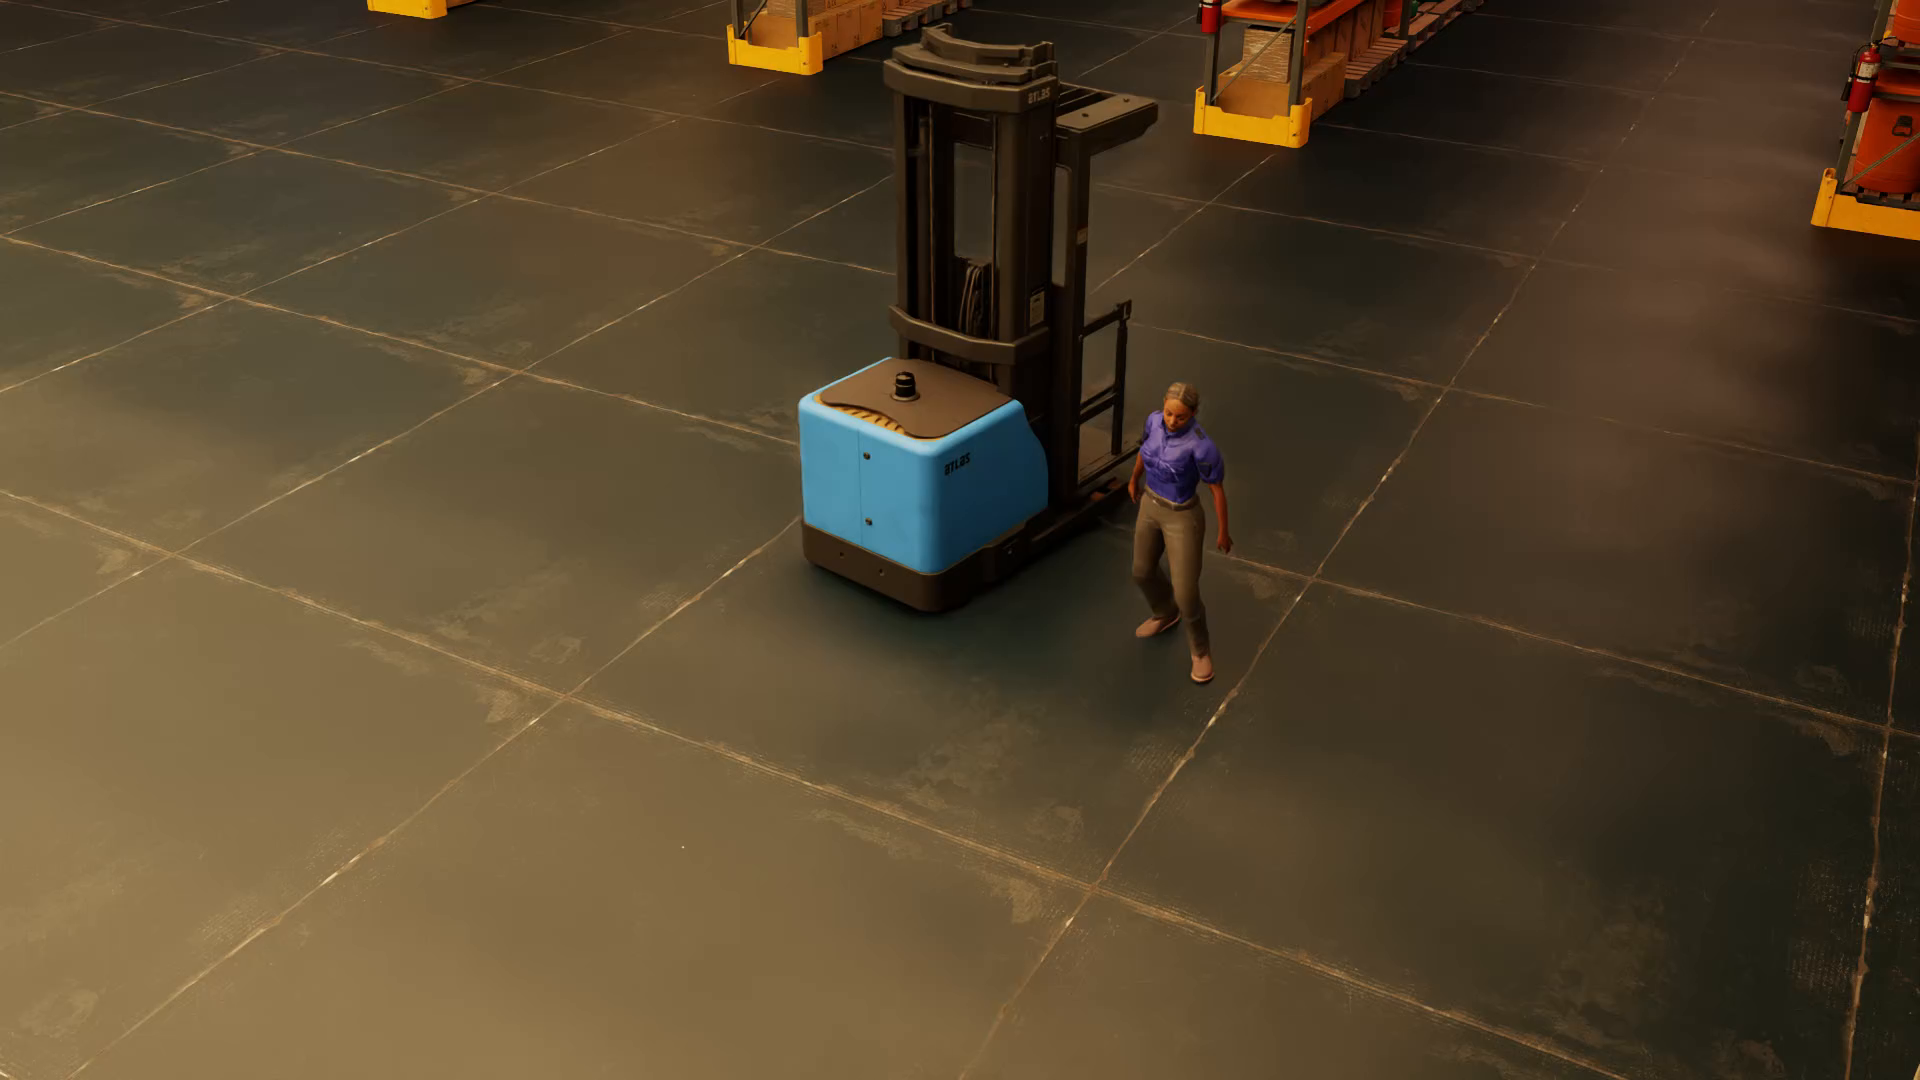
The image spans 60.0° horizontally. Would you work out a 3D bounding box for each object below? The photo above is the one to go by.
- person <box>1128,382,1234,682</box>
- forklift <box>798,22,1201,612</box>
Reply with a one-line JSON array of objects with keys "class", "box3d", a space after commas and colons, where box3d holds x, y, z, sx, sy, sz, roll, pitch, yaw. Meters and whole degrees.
[{"class": "person", "box3d": [1.130, -0.120, 8.634, 0.403, 1.632, 0.797, -21, 36, -32]}, {"class": "forklift", "box3d": [0.407, -1.539, 9.738, 1.130, 2.935, 3.031, 22, 37, 33]}]
